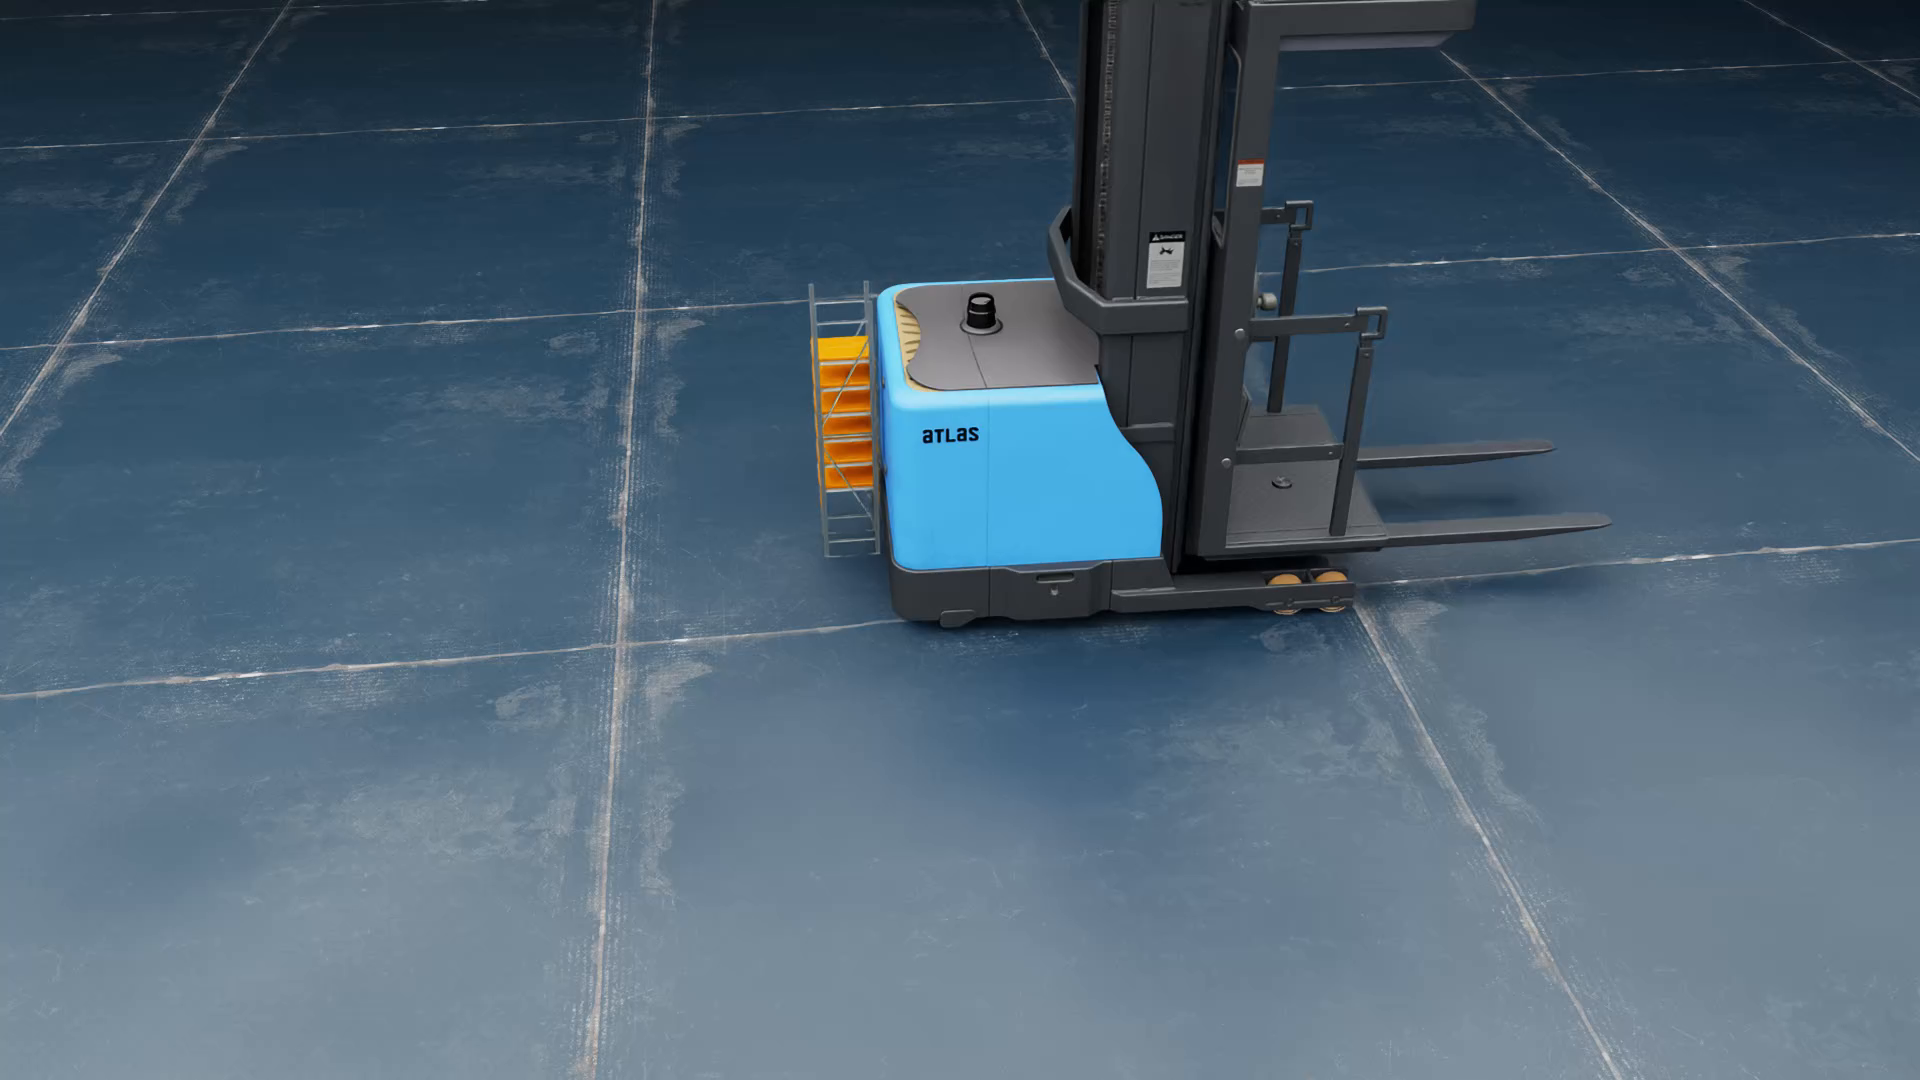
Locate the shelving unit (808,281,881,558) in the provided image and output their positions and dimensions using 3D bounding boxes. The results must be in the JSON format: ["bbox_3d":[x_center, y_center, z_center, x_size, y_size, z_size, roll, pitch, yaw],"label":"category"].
[{"bbox_3d":[-0.472,-0.478,6.886,0.258,1.200,0.189,-4,34,-6],"label":"shelving unit"}]

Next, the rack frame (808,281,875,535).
[{"bbox_3d":[-0.484,-0.529,6.961,0.240,1.200,0.006,-4,34,-6],"label":"rack frame"}]

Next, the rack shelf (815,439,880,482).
[{"bbox_3d":[-0.472,-0.342,6.978,0.258,0.103,0.180,-4,34,-6],"label":"rack shelf"}]

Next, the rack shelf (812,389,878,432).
[{"bbox_3d":[-0.472,-0.540,6.843,0.258,0.103,0.180,-4,34,-6],"label":"rack shelf"}]

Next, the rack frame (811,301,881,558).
[{"bbox_3d":[-0.461,-0.427,6.810,0.240,1.200,0.006,-4,34,-6],"label":"rack frame"}]

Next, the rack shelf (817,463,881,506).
[{"bbox_3d":[-0.472,-0.243,7.046,0.258,0.103,0.180,-4,34,-6],"label":"rack shelf"}]

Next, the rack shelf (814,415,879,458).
[{"bbox_3d":[-0.472,-0.441,6.911,0.258,0.103,0.180,-4,34,-6],"label":"rack shelf"}]

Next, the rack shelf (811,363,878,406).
[{"bbox_3d":[-0.472,-0.639,6.775,0.258,0.103,0.180,-4,34,-6],"label":"rack shelf"}]

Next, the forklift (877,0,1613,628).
[{"bbox_3d":[1.194,-1.199,6.407,3.031,2.935,1.130,-3,34,-5],"label":"forklift"}]

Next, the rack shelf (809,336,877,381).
[{"bbox_3d":[-0.472,-0.738,6.708,0.258,0.103,0.180,-4,34,-6],"label":"rack shelf"}]
